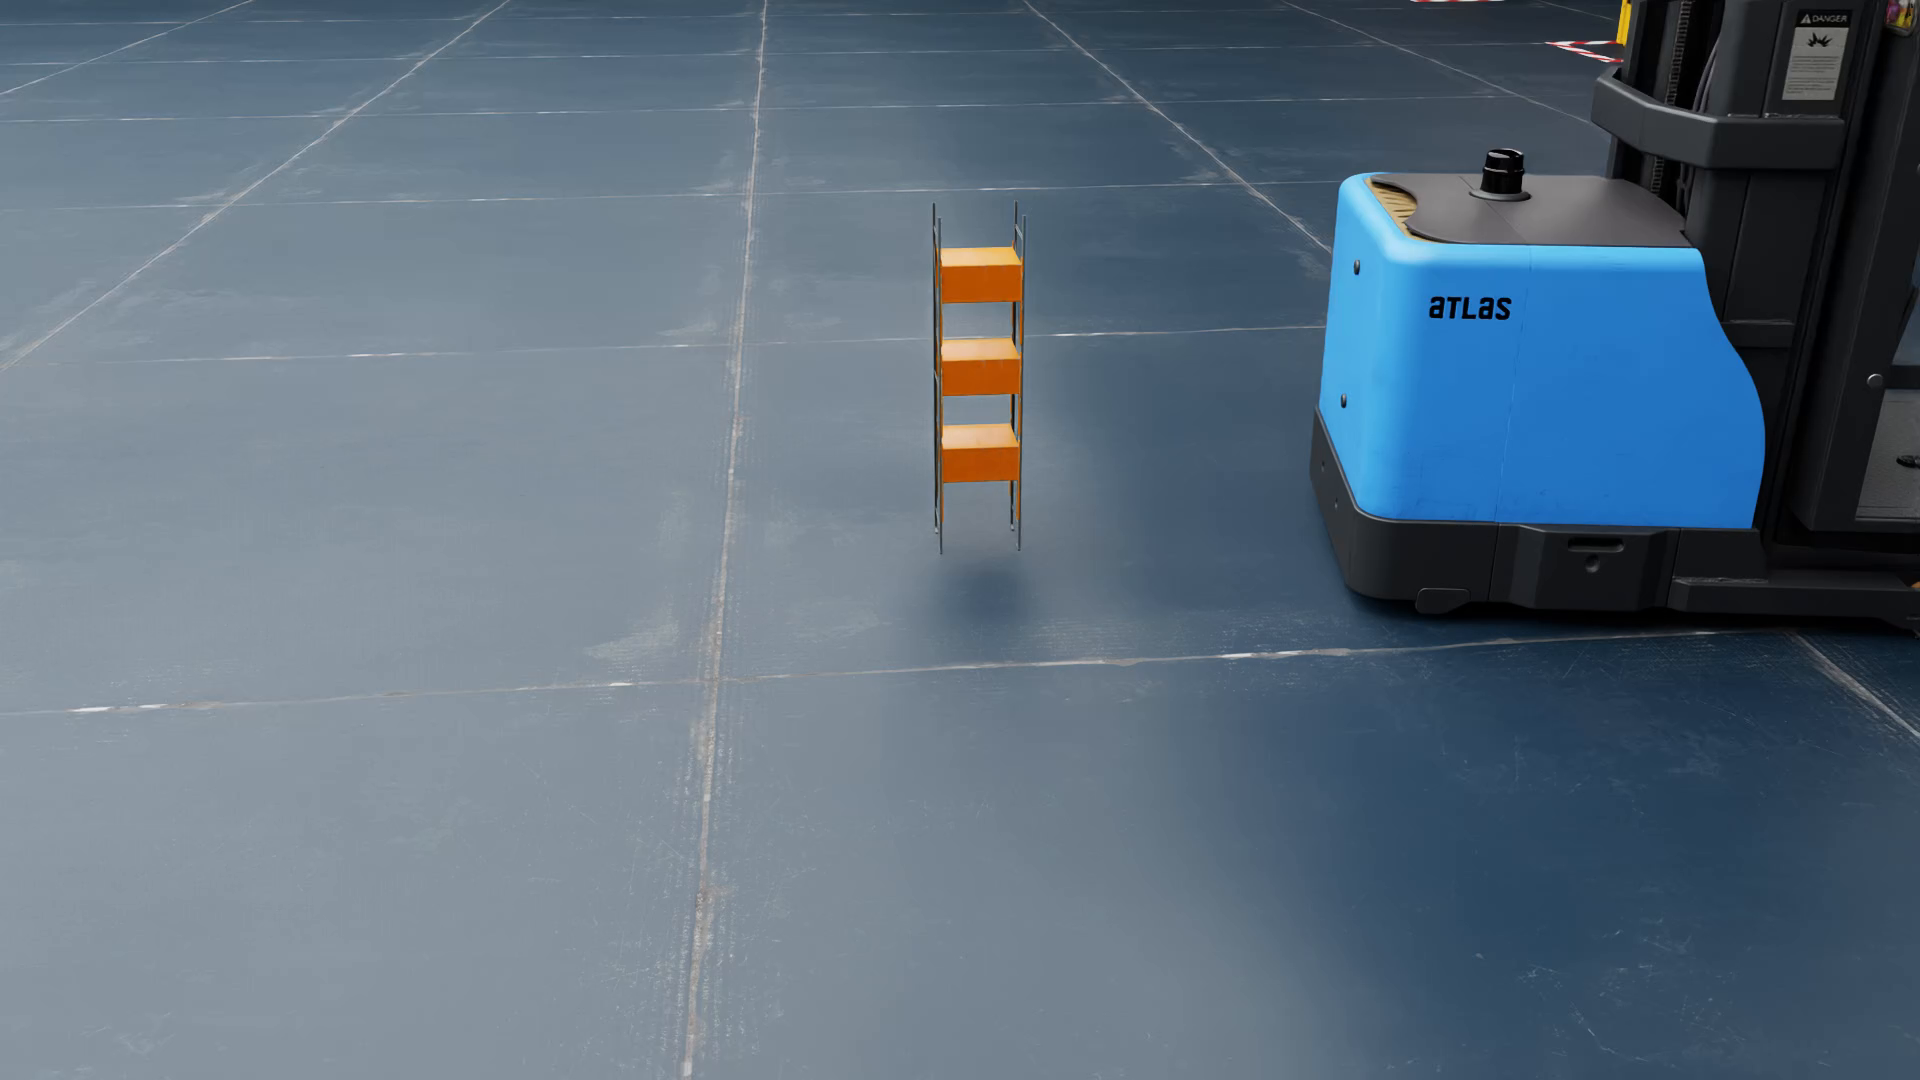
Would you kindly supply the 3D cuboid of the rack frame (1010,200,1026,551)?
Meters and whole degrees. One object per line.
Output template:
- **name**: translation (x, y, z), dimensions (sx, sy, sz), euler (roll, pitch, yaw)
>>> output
- **rack frame**: translation (0.175, -0.487, 5.053), dimensions (0.008, 1.050, 0.200), euler (-2, 24, -5)

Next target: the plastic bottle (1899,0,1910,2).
- **plastic bottle**: translation (9.055, -5.113, 15.871), dimensions (0.135, 0.276, 0.152), euler (-2, 24, -5)

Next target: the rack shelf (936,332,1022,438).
- **rack shelf**: translation (0.053, -0.472, 5.046), dimensions (0.240, 0.259, 0.215), euler (-2, 24, -5)

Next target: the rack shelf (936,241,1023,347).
- **rack shelf**: translation (0.053, -0.732, 4.931), dimensions (0.240, 0.259, 0.215), euler (-2, 24, -5)

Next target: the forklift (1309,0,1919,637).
- **forklift**: translation (2.651, -1.280, 4.521), dimensions (3.031, 2.935, 1.130), euler (2, 24, 3)

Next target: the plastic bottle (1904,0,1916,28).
- **plastic bottle**: translation (8.766, -4.863, 15.315), dimensions (0.097, 0.271, 0.097), euler (0, 24, 0)

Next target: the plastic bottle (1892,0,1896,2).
- **plastic bottle**: translation (8.886, -5.083, 15.896), dimensions (0.097, 0.201, 0.097), euler (0, 24, 0)

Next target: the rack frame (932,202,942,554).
- **rack frame**: translation (-0.068, -0.477, 5.031), dimensions (0.008, 1.050, 0.200), euler (-2, 24, -5)

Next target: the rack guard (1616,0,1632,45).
- **rack guard**: translation (6.561, -4.824, 15.488), dimensions (0.348, 0.500, 1.175), euler (-2, 24, -5)

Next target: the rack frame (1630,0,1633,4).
- **rack frame**: translation (6.490, -5.944, 14.931), dimensions (0.127, 3.000, 1.000), euler (-2, 24, -5)

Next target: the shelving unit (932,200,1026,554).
- **shelving unit**: translation (0.053, -0.482, 5.042), dimensions (0.252, 1.050, 0.215), euler (-2, 24, -5)

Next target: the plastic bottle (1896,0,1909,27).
- **plastic bottle**: translation (8.666, -4.859, 15.306), dimensions (0.097, 0.271, 0.097), euler (0, 24, 0)

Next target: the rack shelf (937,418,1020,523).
- **rack shelf**: translation (0.053, -0.218, 5.159), dimensions (0.240, 0.259, 0.215), euler (-2, 24, -5)

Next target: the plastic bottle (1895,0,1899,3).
- **plastic bottle**: translation (9.016, -5.206, 15.988), dimensions (0.185, 0.351, 0.144), euler (-2, 24, -6)

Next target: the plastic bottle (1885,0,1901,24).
- **plastic bottle**: translation (8.552, -4.852, 15.276), dimensions (0.133, 0.283, 0.061), euler (-2, 24, -4)
